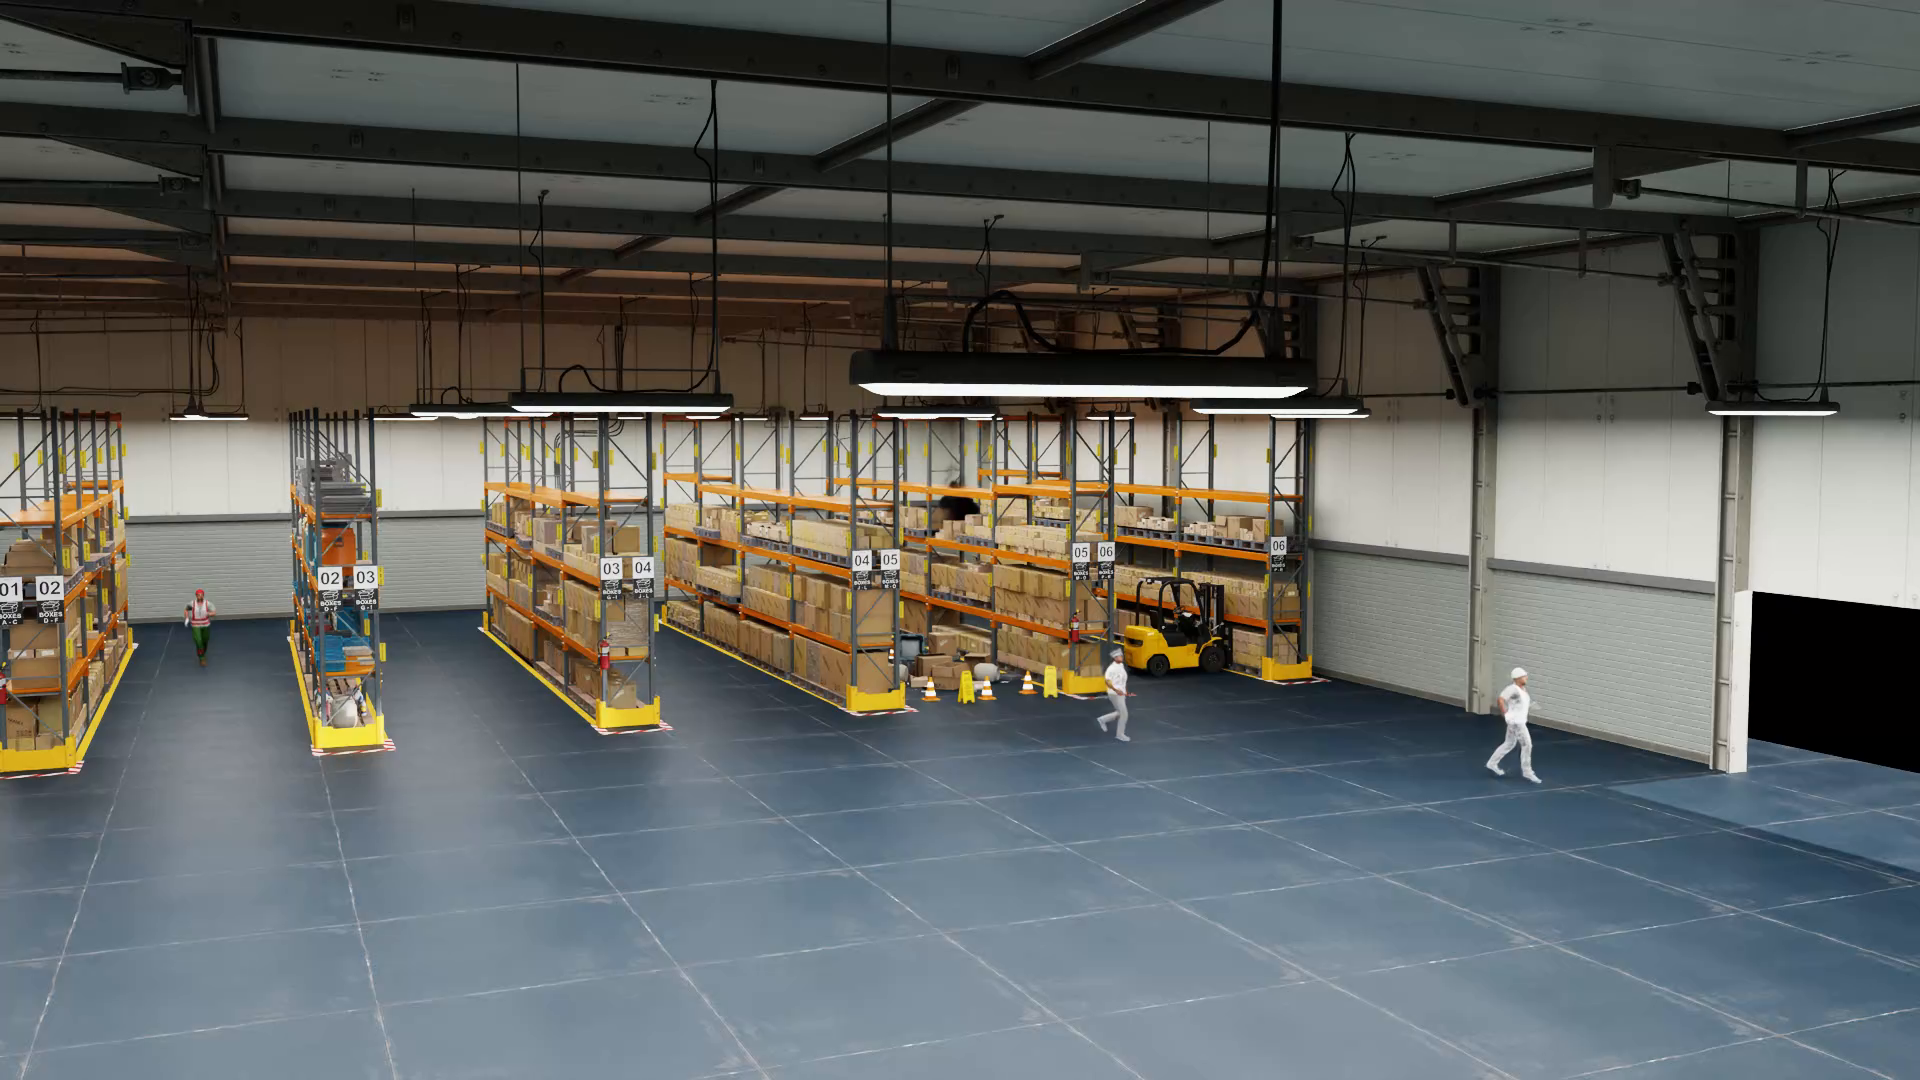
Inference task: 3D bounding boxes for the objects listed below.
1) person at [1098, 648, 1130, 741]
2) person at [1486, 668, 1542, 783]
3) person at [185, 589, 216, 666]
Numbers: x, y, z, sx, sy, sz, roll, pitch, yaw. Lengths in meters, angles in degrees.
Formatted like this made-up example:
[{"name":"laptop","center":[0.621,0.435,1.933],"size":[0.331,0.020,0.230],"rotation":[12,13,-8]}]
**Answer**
[{"name":"person","center":[2.785,2.783,30.157],"size":[0.670,1.669,0.593],"rotation":[2,4,27]},{"name":"person","center":[8.922,2.954,26.741],"size":[0.860,1.816,0.668],"rotation":[1,4,19]},{"name":"person","center":[-17.936,2.041,39.295],"size":[0.663,1.777,1.004],"rotation":[-2,5,-31]}]
